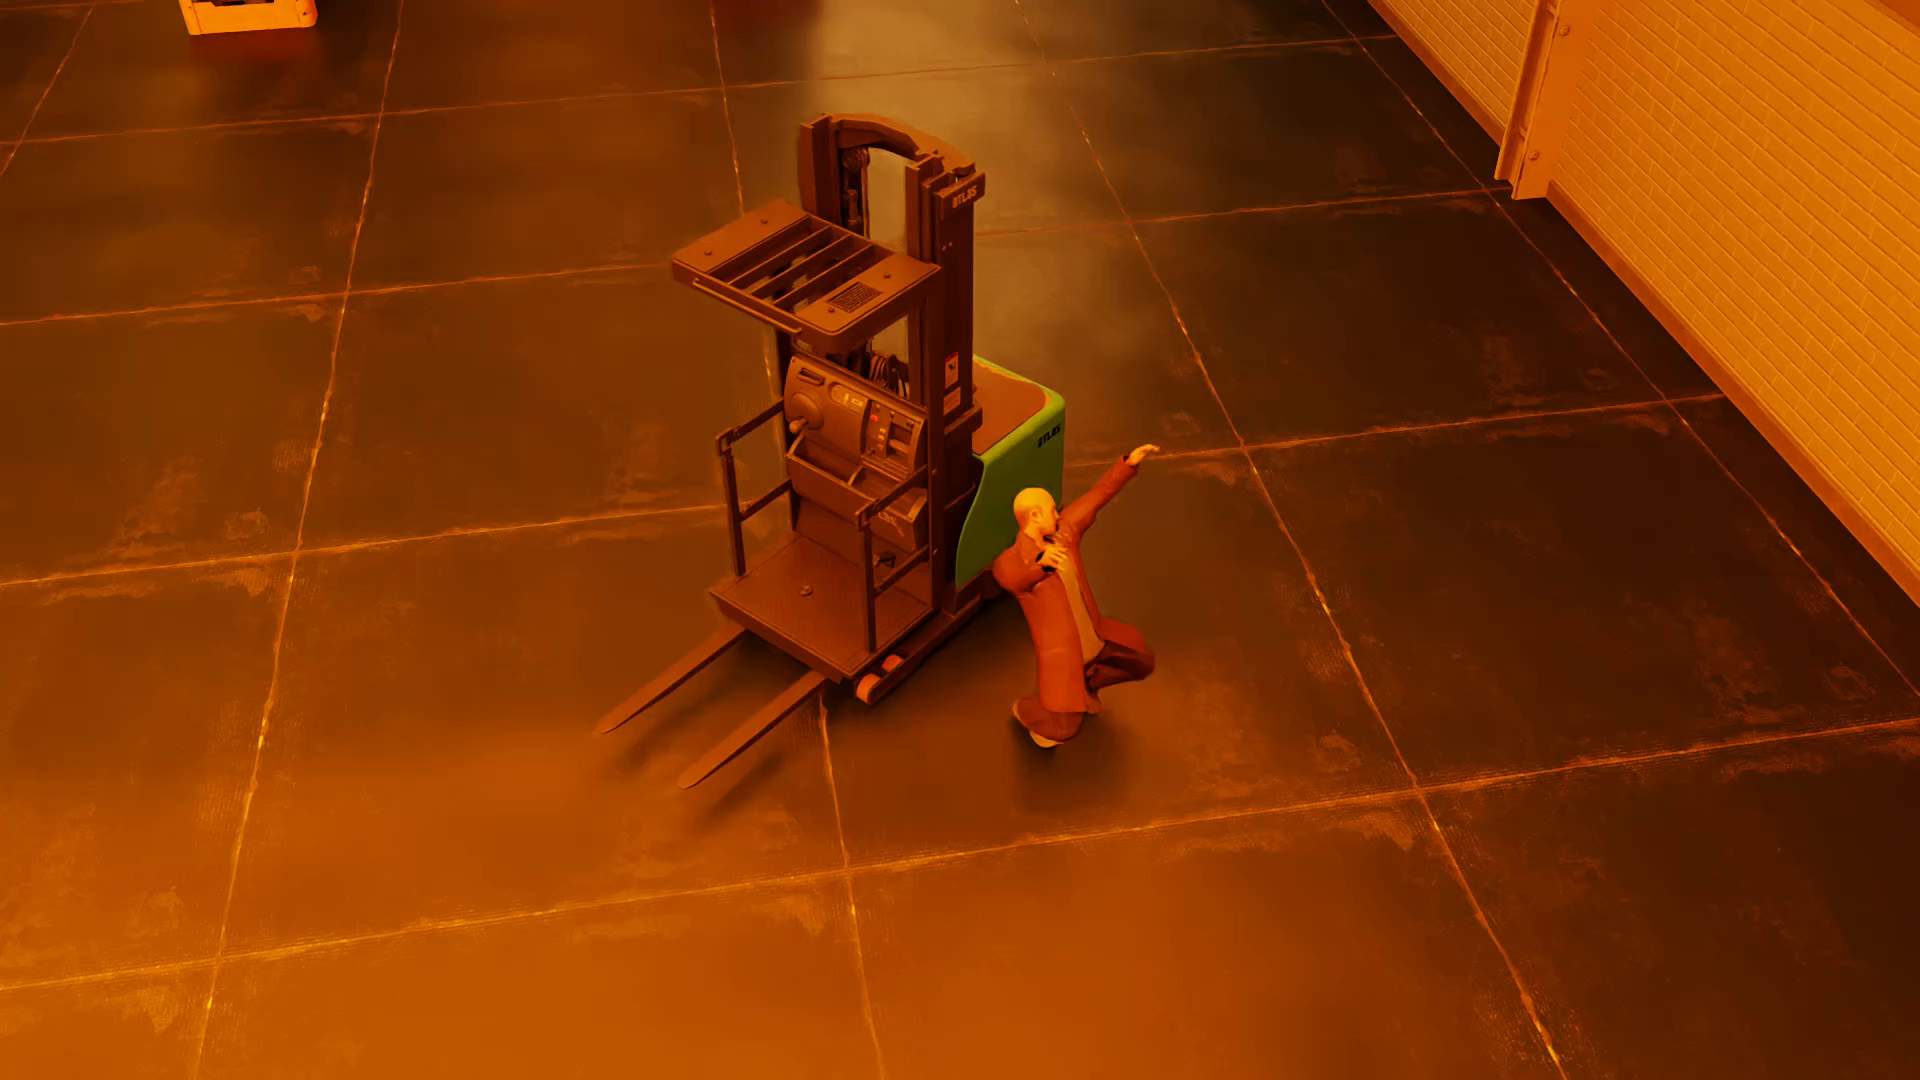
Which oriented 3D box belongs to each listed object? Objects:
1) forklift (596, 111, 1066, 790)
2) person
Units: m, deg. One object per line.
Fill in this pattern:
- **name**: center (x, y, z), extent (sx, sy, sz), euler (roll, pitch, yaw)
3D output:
- **forklift**: center (-0.697, -0.582, 8.642), extent (1.130, 2.935, 3.031), euler (28, 48, 29)
- **person**: center (0.582, 0.373, 8.532), extent (0.768, 1.664, 1.011), euler (32, 50, 32)
